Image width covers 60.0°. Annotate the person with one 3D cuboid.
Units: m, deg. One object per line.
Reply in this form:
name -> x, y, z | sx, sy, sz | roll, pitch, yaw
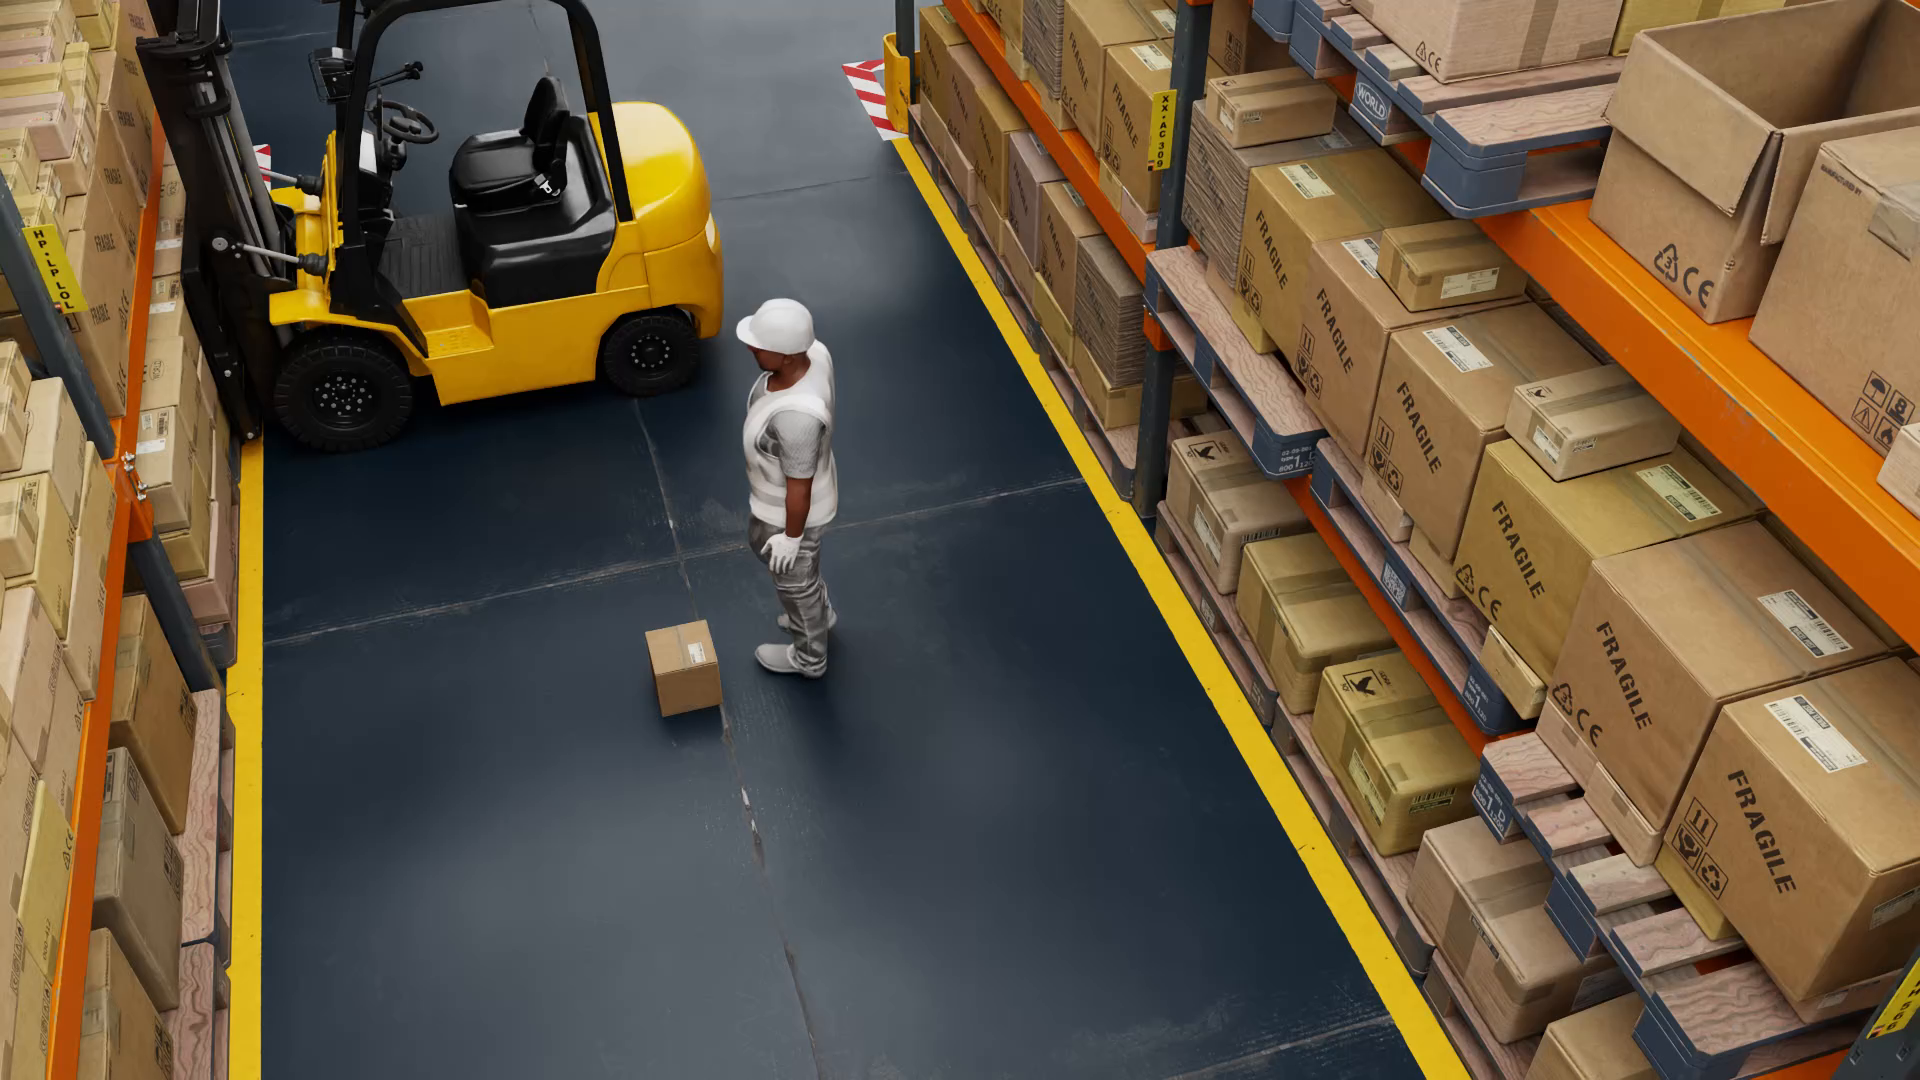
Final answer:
person -> -0.651, -0.151, 6.317 | 0.396, 1.814, 0.566 | -1, 42, -1
